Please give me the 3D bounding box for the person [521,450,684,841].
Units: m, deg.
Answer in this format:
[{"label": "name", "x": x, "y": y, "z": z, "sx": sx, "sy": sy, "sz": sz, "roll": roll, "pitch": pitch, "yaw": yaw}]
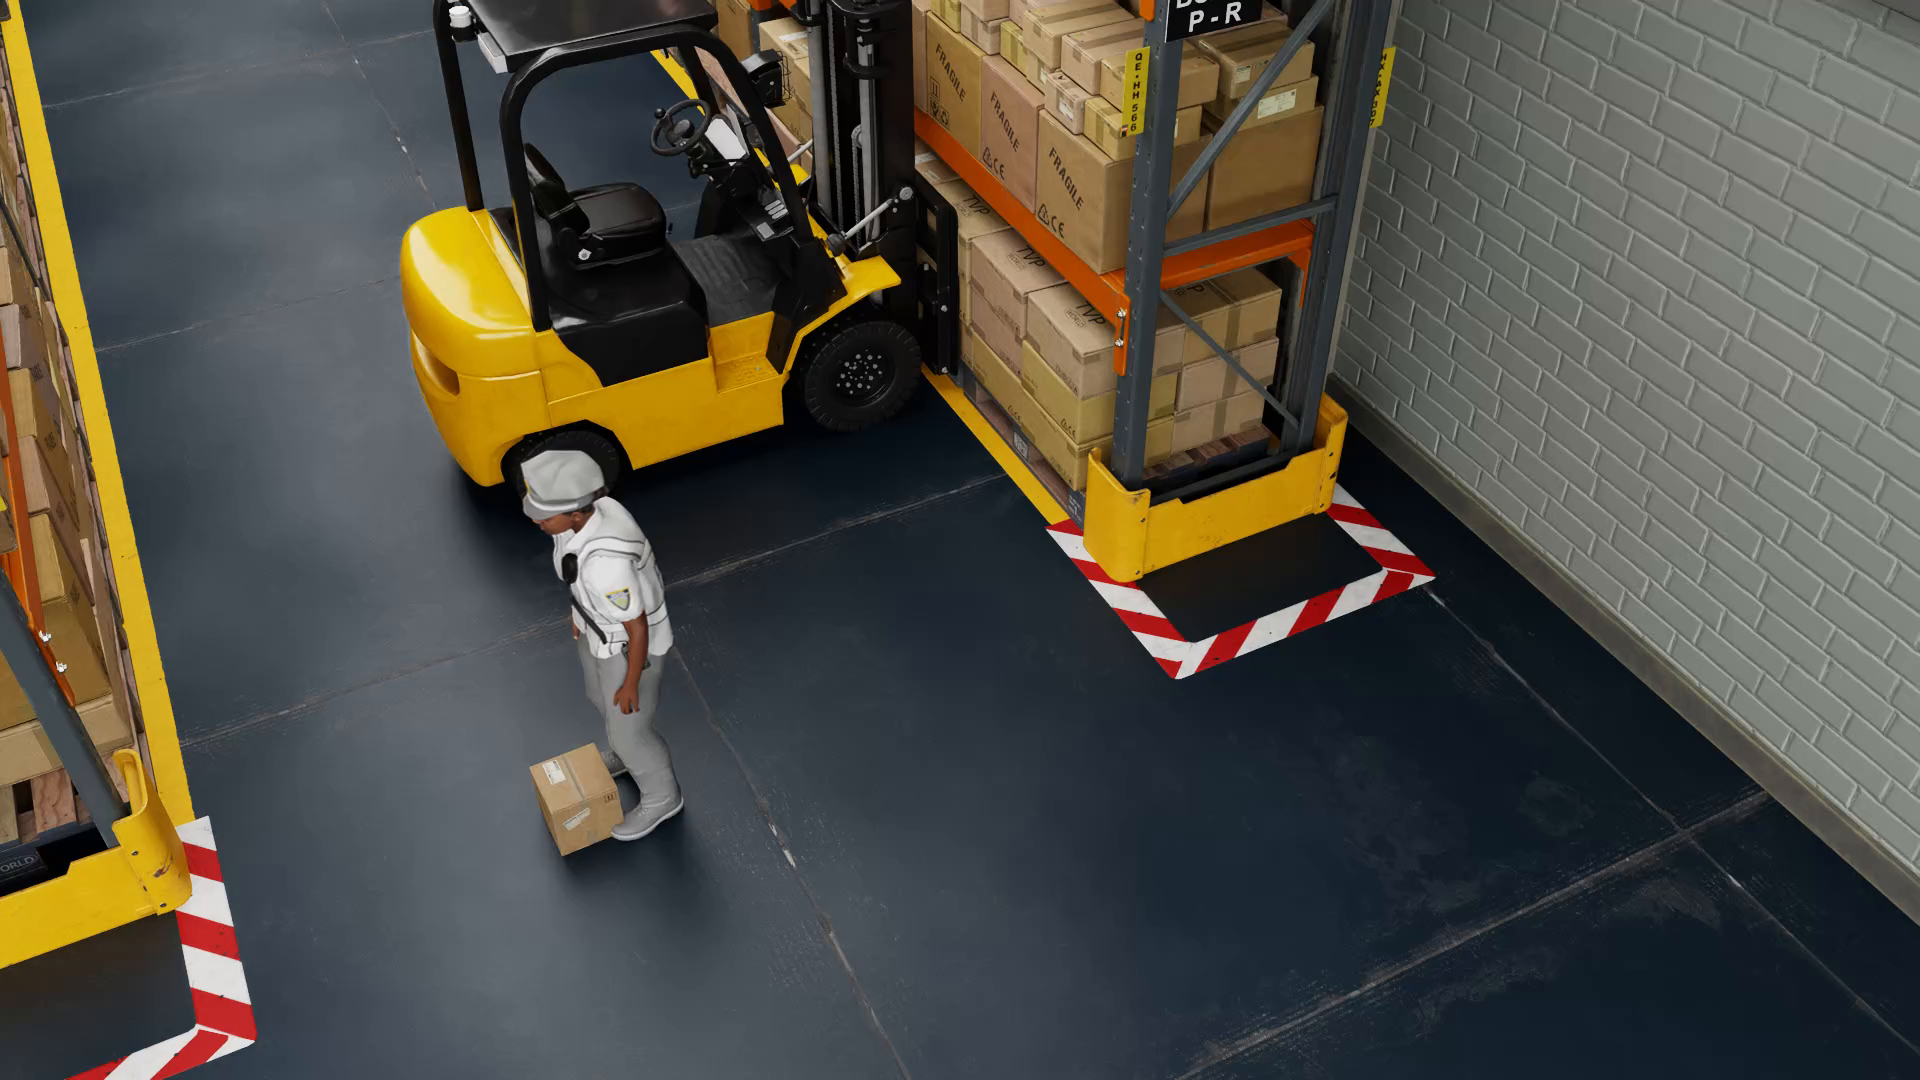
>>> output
[{"label": "person", "x": -1.208, "y": 0.354, "z": 5.758, "sx": 0.396, "sy": 1.661, "sz": 0.525, "roll": -20, "pitch": 45, "yaw": -22}]
